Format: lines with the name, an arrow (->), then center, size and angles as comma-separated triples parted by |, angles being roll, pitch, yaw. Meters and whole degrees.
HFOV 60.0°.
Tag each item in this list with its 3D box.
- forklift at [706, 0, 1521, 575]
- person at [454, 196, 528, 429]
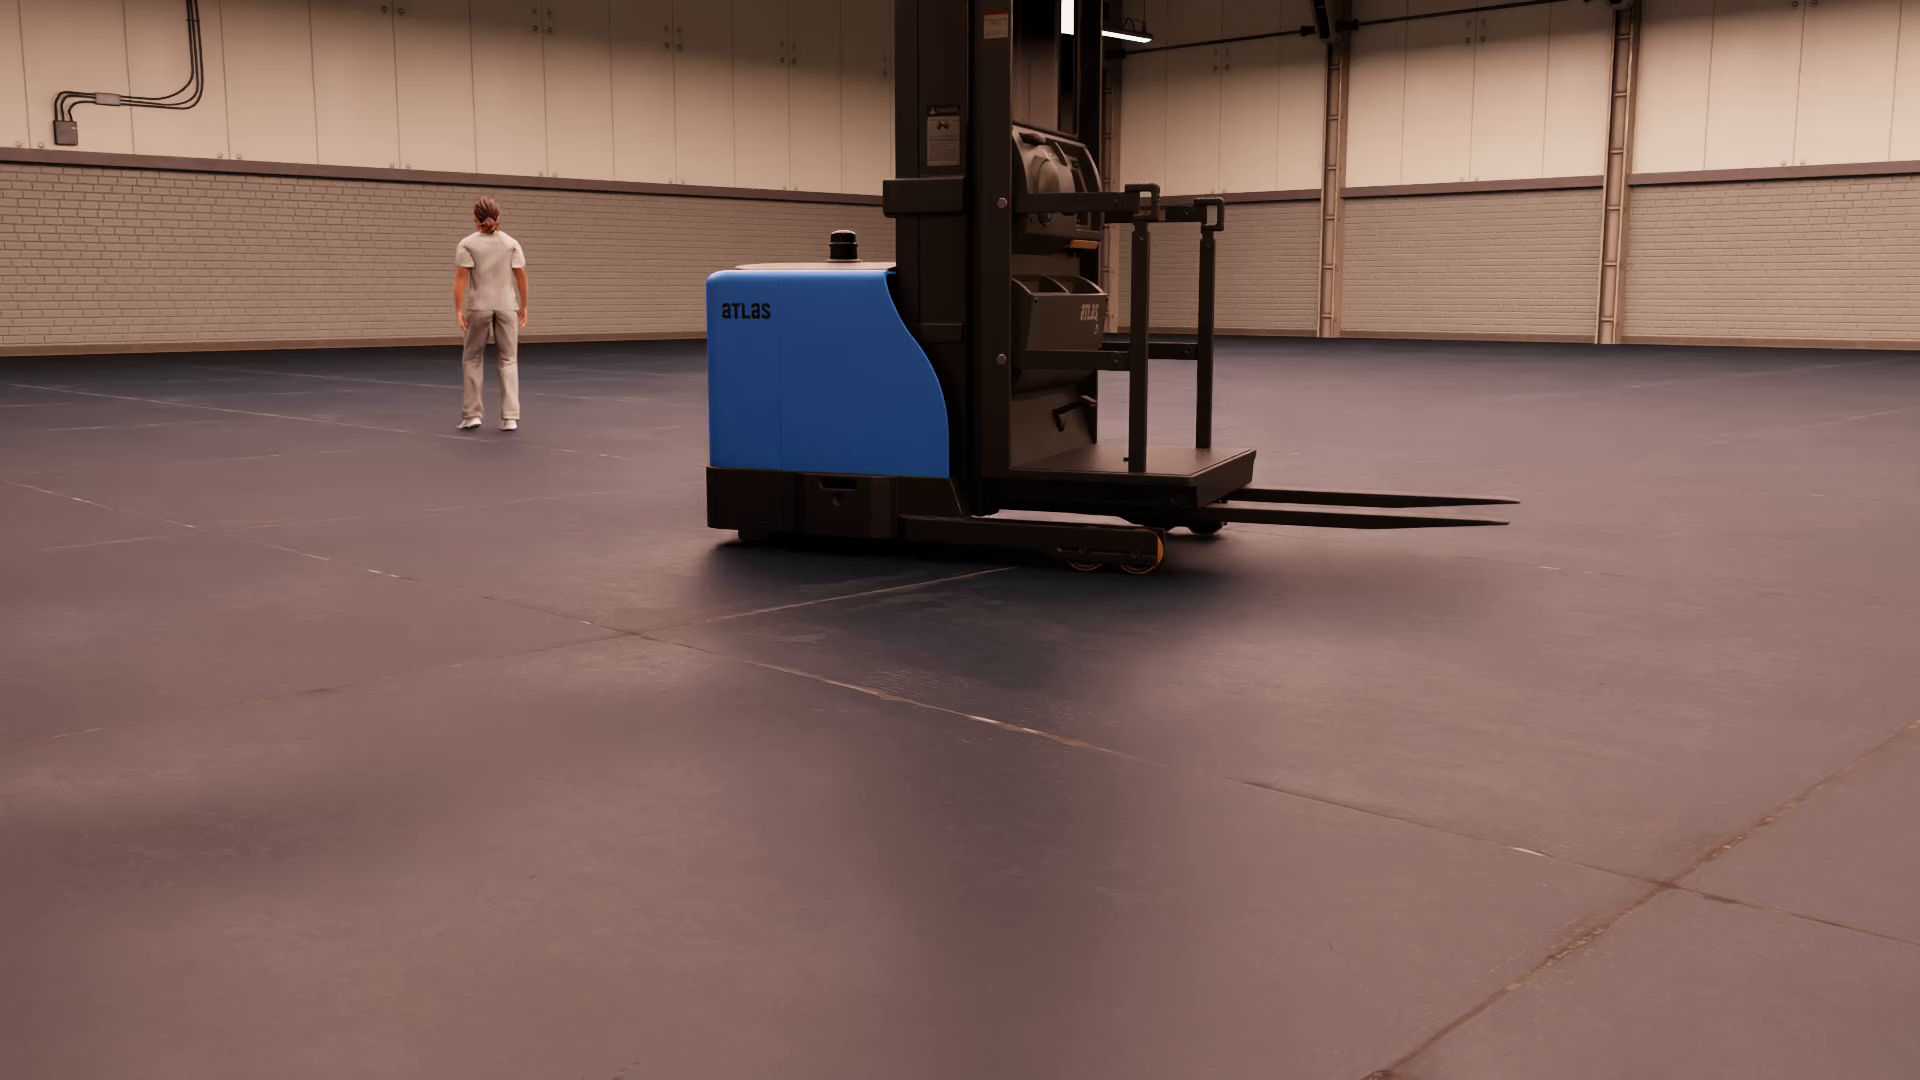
forklift -> 0.565, -1.416, 6.275 | 3.031, 2.935, 1.130 | 3, 9, 22
person -> -3.394, -1.618, 12.044 | 0.522, 1.702, 0.514 | -3, 9, -21
